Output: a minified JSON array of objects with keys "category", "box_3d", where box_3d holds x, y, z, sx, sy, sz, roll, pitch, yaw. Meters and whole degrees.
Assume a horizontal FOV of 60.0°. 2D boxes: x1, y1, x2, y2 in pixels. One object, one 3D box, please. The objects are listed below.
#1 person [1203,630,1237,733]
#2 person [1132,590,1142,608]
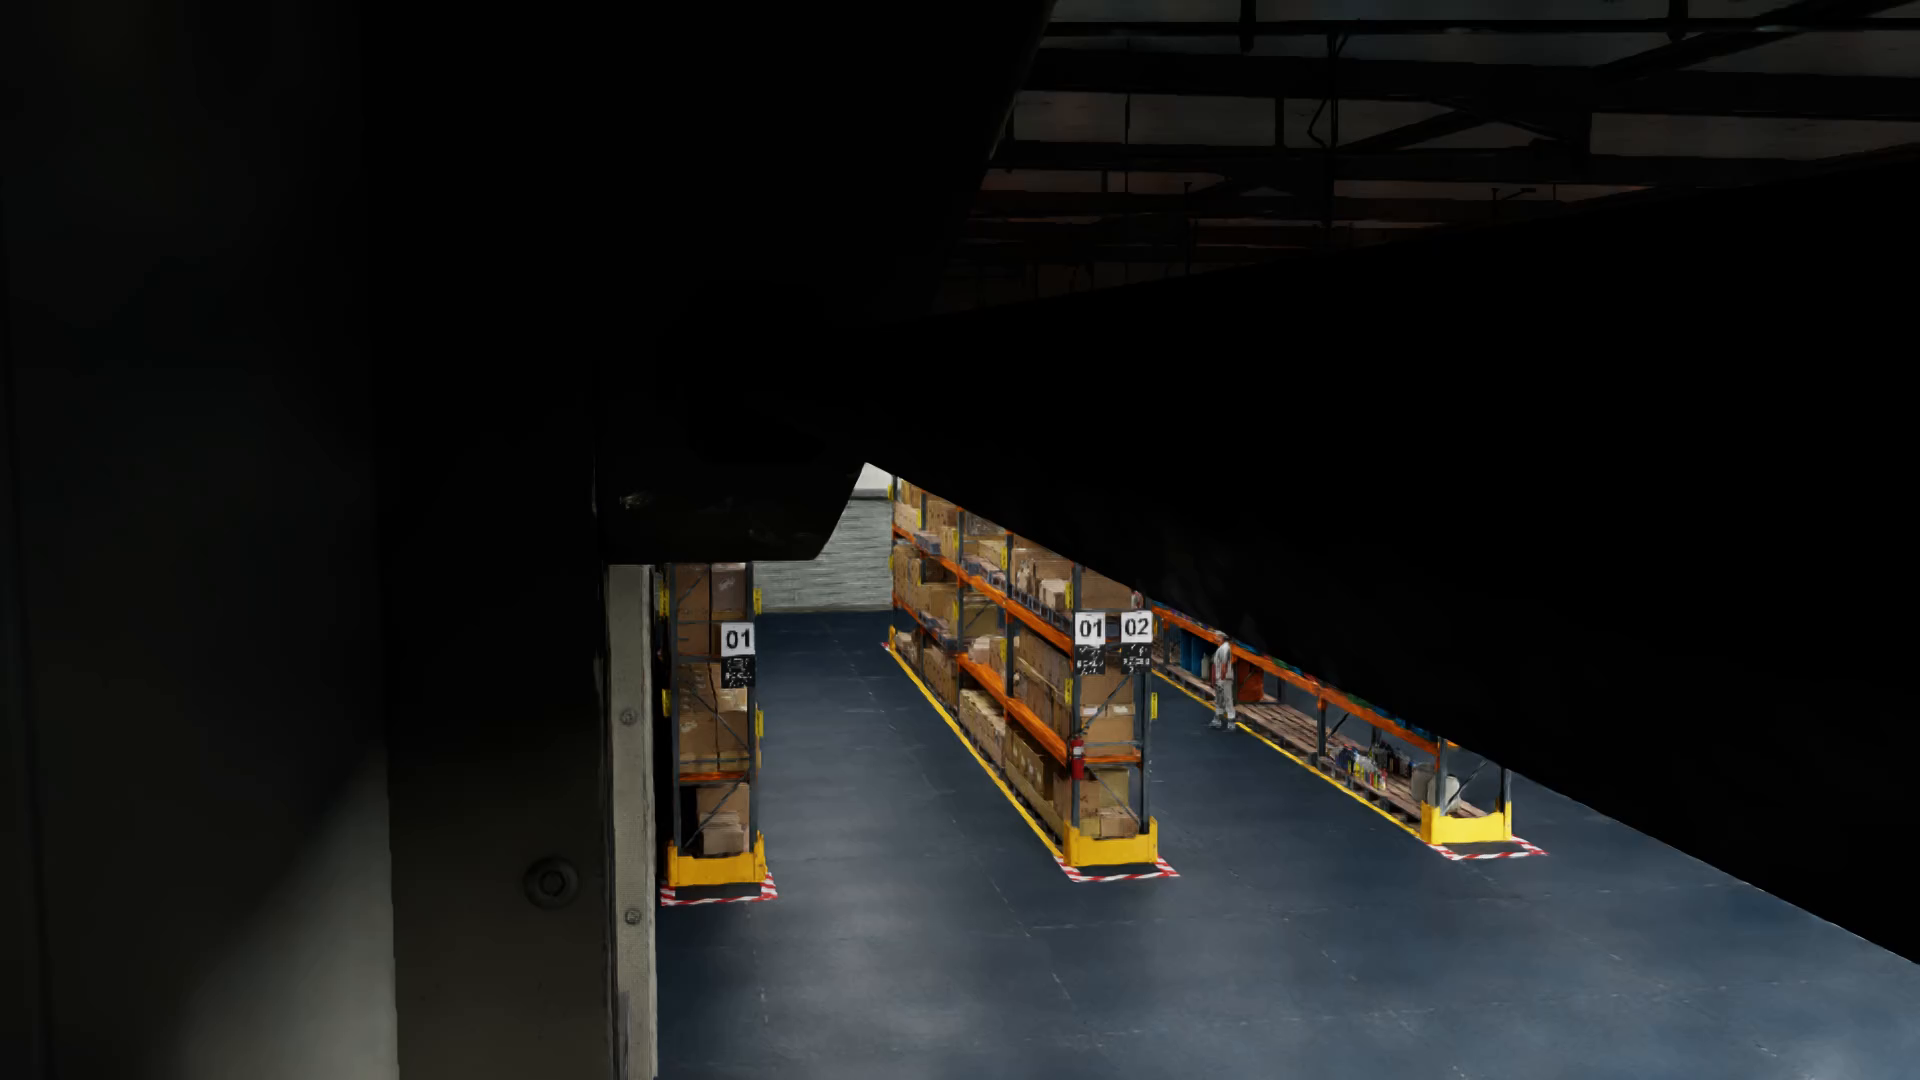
[{"category":"person","box_3d":[4.441,2.364,28.345,0.550,1.787,0.628,1,6,5]},{"category":"person","box_3d":[3.601,1.680,34.704,0.582,1.785,0.664,1,6,10]}]
